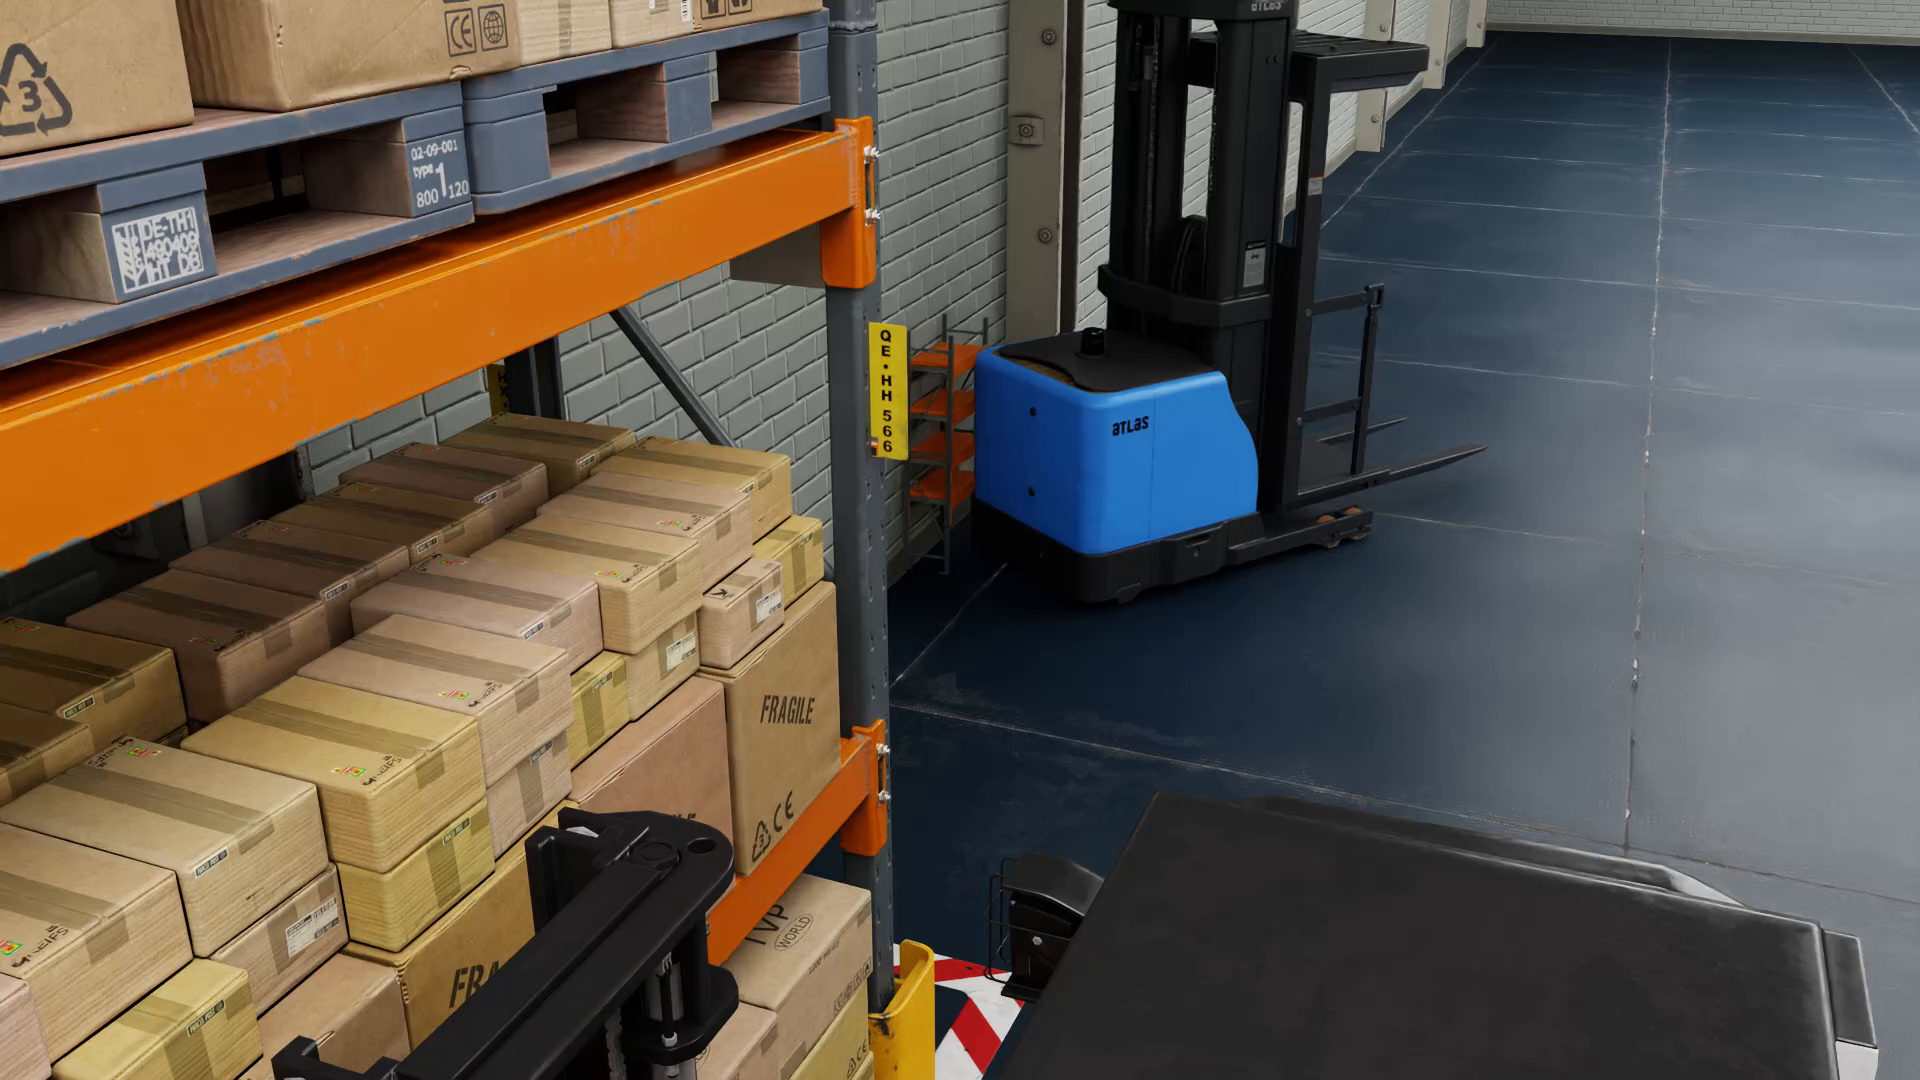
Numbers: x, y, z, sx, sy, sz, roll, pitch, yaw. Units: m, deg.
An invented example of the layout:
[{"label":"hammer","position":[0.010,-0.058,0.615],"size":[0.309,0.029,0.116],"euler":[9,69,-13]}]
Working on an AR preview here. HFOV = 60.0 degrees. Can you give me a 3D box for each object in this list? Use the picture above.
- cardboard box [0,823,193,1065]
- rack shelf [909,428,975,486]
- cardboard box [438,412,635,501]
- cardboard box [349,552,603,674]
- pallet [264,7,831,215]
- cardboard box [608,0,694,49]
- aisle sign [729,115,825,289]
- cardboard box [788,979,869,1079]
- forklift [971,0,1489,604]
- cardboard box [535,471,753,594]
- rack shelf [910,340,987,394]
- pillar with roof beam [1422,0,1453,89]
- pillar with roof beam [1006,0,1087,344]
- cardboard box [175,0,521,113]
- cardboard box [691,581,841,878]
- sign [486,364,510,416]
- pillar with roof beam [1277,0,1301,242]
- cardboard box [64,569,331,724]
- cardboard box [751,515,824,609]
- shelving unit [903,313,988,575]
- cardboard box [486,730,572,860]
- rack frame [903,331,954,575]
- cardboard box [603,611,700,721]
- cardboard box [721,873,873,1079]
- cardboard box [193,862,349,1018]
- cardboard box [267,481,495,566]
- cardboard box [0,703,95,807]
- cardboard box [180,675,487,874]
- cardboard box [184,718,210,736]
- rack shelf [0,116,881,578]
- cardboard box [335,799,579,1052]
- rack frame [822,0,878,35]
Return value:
[{"label":"cardboard box","position":[-1.279,0.529,2.233],"size":[0.380,0.149,0.250],"euler":[9,24,20]},{"label":"rack shelf","position":[-0.072,-0.420,8.326],"size":[0.258,0.148,0.480],"euler":[8,20,19]},{"label":"cardboard box","position":[-0.991,-0.177,3.924],"size":[0.380,0.149,0.250],"euler":[8,24,19]},{"label":"cardboard box","position":[-0.902,0.161,3.116],"size":[0.380,0.149,0.250],"euler":[9,24,20]},{"label":"pallet","position":[-0.955,-0.878,3.182],"size":[1.003,0.211,1.213],"euler":[9,24,20]},{"label":"cardboard box","position":[-0.694,-0.952,2.896],"size":[0.380,0.149,0.250],"euler":[8,24,19]},{"label":"aisle sign","position":[-0.371,-0.965,3.795],"size":[0.394,0.787,0.004],"euler":[9,24,20]},{"label":"cardboard box","position":[-0.559,1.280,4.169],"size":[0.500,0.250,0.500],"euler":[8,24,19]},{"label":"forklift","position":[1.565,-1.466,8.456],"size":[3.031,2.935,1.130],"euler":[-14,27,-31]},{"label":"cardboard box","position":[-0.668,-0.015,3.537],"size":[0.380,0.149,0.250],"euler":[9,24,20]},{"label":"rack shelf","position":[-0.063,-0.856,8.178],"size":[0.258,0.148,0.480],"euler":[8,20,19]},{"label":"pillar with roof beam","position":[11.148,-10.404,21.982],"size":[9.100,9.000,0.400],"euler":[9,24,20]},{"label":"pillar with roof beam","position":[4.462,-3.962,6.561],"size":[9.100,9.000,0.400],"euler":[9,24,20]},{"label":"cardboard box","position":[-1.079,-0.908,2.336],"size":[0.700,0.500,0.500],"euler":[9,24,20]},{"label":"cardboard box","position":[-0.607,0.384,3.809],"size":[0.500,0.500,0.500],"euler":[8,24,19]},{"label":"sign","position":[-1.181,-0.301,4.353],"size":[0.100,0.325,0.005],"euler":[9,24,20]},{"label":"pillar with roof beam","position":[6.691,-6.110,11.701],"size":[9.100,9.000,0.400],"euler":[9,24,20]},{"label":"cardboard box","position":[-1.385,0.193,3.039],"size":[0.380,0.149,0.250],"euler":[10,25,22]},{"label":"cardboard box","position":[-0.537,0.035,3.803],"size":[0.380,0.149,0.250],"euler":[9,24,21]},{"label":"shelving unit","position":[-0.071,-0.484,8.304],"size":[0.258,1.200,0.503],"euler":[8,20,19]},{"label":"cardboard box","position":[-0.915,0.404,2.919],"size":[0.380,0.149,0.250],"euler":[8,24,18]},{"label":"rack frame","position":[-0.156,-0.412,8.087],"size":[0.240,1.200,0.015],"euler":[8,20,19]},{"label":"cardboard box","position":[-0.757,0.215,3.372],"size":[0.380,0.149,0.250],"euler":[9,24,21]},{"label":"cardboard box","position":[-0.549,1.040,4.095],"size":[0.500,0.250,0.500],"euler":[10,25,22]},{"label":"cardboard box","position":[-1.167,0.574,2.512],"size":[0.380,0.149,0.250],"euler":[9,24,20]},{"label":"cardboard box","position":[-1.205,0.009,3.480],"size":[0.380,0.149,0.250],"euler":[9,24,21]},{"label":"cardboard box","position":[-1.592,0.373,2.609],"size":[0.380,0.149,0.250],"euler":[9,24,20]},{"label":"cardboard box","position":[-0.986,0.363,2.631],"size":[0.380,0.149,0.250],"euler":[9,24,21]},{"label":"cardboard box","position":[-1.482,0.309,3.148],"size":[0.380,0.149,0.250],"euler":[9,24,21]},{"label":"rack shelf","position":[-1.411,-0.120,2.187],"size":[1.077,0.370,4.000],"euler":[9,24,20]},{"label":"cardboard box","position":[-0.998,0.752,2.929],"size":[0.500,0.500,0.500],"euler":[8,24,19]},{"label":"rack frame","position":[-0.668,-2.552,3.184],"size":[1.000,3.000,0.127],"euler":[9,24,20]}]
